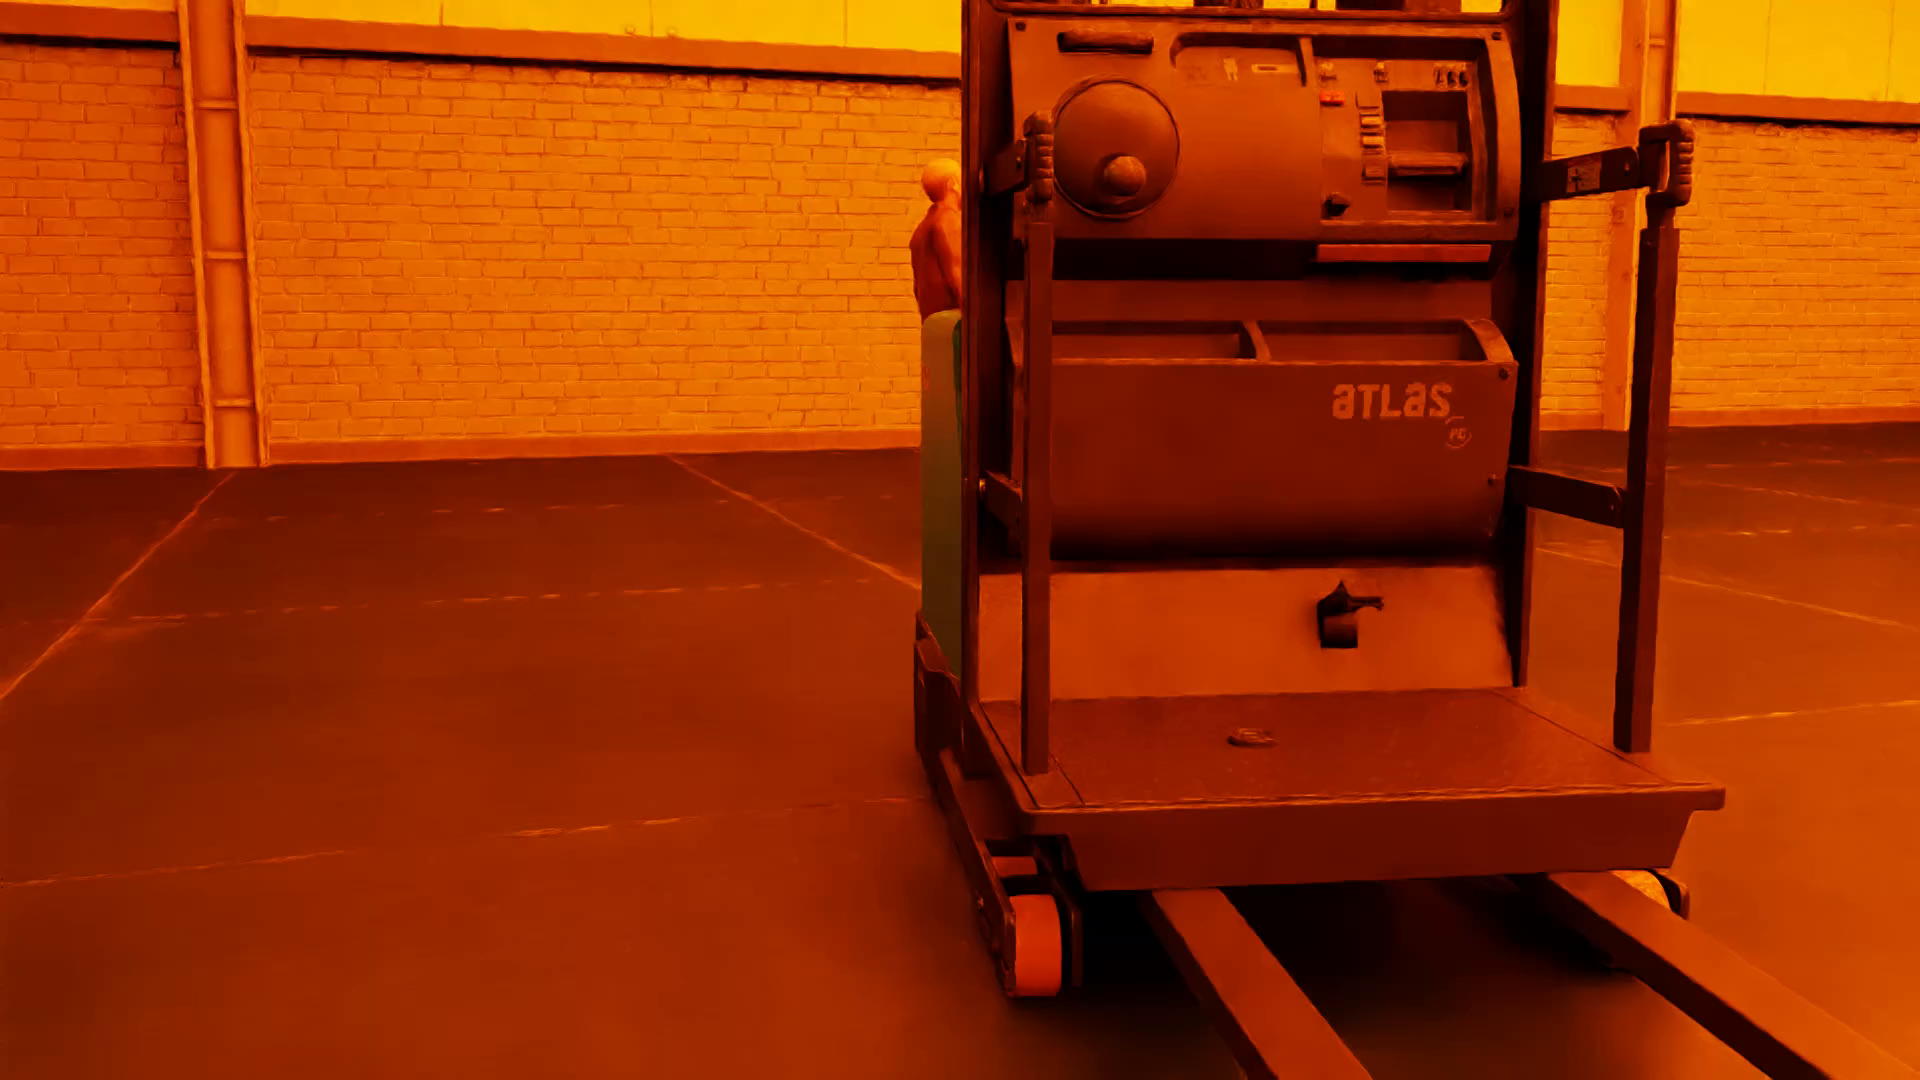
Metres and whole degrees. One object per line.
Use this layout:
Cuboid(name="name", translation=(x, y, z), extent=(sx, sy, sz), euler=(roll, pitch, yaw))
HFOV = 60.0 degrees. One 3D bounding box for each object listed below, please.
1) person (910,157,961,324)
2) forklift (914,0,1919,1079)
Cuboid(name="person", translation=(0.091, -0.891, 7.829), extent=(0.575, 1.776, 0.694), euler=(-3, 8, -18))
Cuboid(name="forklift", translation=(0.575, -0.779, 2.776), extent=(1.130, 2.935, 3.031), euler=(-1, 8, -7))
